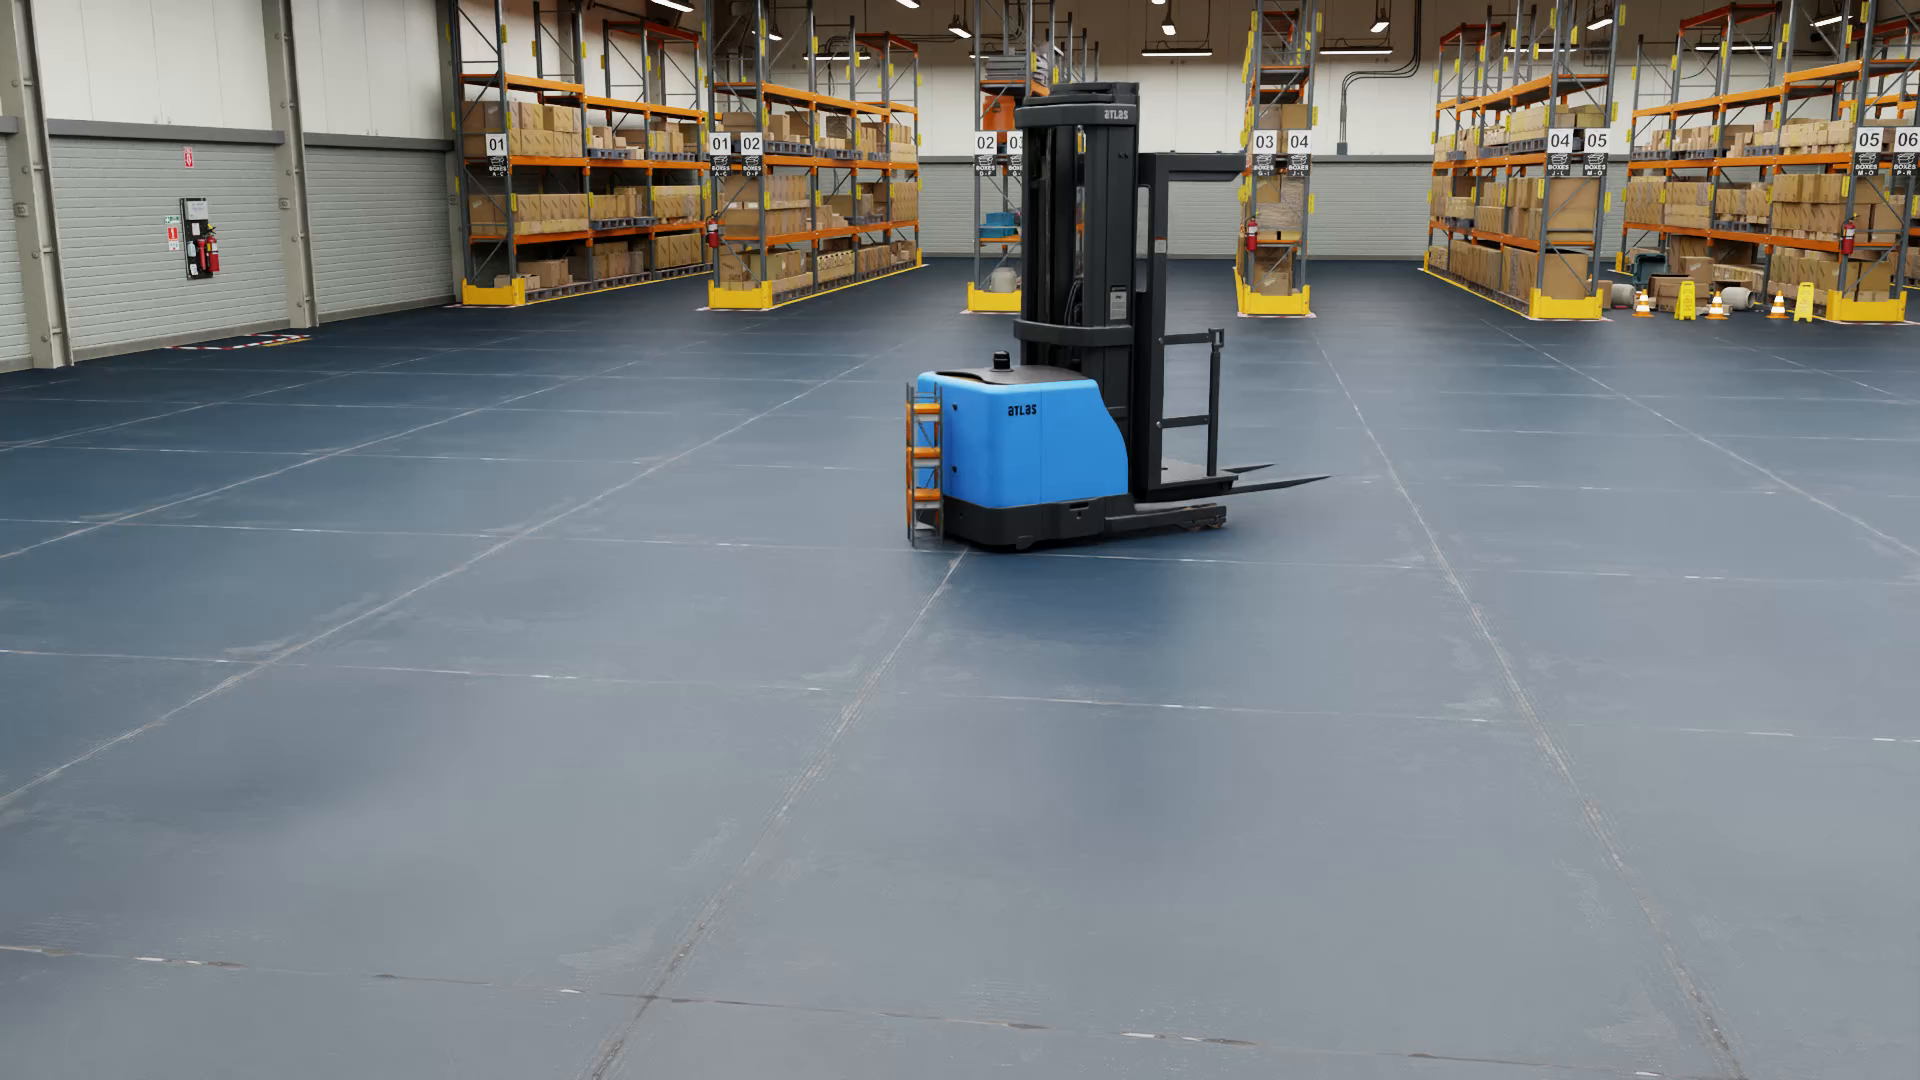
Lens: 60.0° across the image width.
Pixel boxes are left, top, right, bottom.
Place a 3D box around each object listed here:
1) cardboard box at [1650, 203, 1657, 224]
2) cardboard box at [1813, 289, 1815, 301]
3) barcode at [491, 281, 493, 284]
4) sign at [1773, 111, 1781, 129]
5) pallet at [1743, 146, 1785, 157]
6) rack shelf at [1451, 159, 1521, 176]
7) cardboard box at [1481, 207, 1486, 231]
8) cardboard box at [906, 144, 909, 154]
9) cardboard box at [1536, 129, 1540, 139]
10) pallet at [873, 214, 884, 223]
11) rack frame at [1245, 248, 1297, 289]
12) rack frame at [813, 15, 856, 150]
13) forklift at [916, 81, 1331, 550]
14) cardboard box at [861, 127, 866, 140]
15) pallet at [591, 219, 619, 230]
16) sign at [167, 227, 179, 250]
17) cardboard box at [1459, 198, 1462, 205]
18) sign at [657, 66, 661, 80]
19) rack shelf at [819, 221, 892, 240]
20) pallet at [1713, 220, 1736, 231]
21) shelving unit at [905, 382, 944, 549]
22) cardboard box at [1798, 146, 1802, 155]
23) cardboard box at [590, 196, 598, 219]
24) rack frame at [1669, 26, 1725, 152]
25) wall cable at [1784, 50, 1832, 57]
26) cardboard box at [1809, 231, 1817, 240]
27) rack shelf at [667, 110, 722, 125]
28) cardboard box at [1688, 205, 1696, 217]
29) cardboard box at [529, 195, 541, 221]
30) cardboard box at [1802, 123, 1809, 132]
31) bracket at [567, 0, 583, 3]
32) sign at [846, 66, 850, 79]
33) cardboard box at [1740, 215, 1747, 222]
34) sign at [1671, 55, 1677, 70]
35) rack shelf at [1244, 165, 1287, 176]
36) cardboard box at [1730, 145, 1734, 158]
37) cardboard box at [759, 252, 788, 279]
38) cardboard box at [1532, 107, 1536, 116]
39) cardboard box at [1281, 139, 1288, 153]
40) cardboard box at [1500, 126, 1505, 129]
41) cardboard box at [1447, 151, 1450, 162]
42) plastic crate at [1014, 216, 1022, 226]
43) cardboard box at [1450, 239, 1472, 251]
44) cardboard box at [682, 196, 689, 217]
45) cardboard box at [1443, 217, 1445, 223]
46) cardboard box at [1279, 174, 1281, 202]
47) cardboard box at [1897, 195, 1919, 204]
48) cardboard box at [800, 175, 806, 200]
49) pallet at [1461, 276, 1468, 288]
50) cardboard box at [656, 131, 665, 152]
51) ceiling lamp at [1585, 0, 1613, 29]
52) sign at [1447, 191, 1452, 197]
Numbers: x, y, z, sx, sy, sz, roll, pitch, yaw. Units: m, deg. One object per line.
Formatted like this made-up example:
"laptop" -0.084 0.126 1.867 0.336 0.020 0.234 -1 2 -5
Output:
"cardboard box" 17.190 -7.968 40.611 0.500 0.500 0.500 2 12 7
"cardboard box" 15.398 -4.355 29.612 0.500 0.250 0.500 2 12 9
"barcode" -9.220 -5.075 32.739 0.001 0.075 0.075 2 12 9
"sign" 15.519 -7.971 31.578 0.100 0.325 0.005 2 12 9
"pallet" 16.424 -7.758 33.196 1.213 0.211 1.003 2 12 9
"rack shelf" 12.084 -8.545 38.112 1.077 0.370 4.000 2 12 9
"cardboard box" 11.287 -6.767 35.038 0.500 0.500 0.500 2 12 9
"cardboard box" -1.651 -10.497 44.631 0.500 0.250 0.500 2 12 9
"cardboard box" 10.340 -7.133 29.212 0.380 0.149 0.250 2 12 9
"pallet" -2.513 -8.094 41.885 1.003 0.211 1.213 2 12 9
"rack frame" 6.276 -6.363 33.400 1.000 3.000 0.127 2 12 9
"rack frame" -2.897 -10.450 38.125 1.000 3.000 0.127 2 12 9
"forklift" 1.229 -1.577 11.352 3.031 2.935 1.130 -7 14 -30
"cardboard box" -2.635 -9.739 40.475 0.600 0.600 0.600 1 12 6
"pallet" -8.146 -6.905 36.371 1.003 0.211 1.213 2 12 9
"sign" -11.297 -4.329 23.877 0.001 0.329 0.234 2 12 9
"cardboard box" 11.517 -7.667 37.636 0.380 0.149 0.250 2 12 10
"sign" -7.722 -12.000 42.721 0.100 0.325 0.005 2 12 9
"rack shelf" -2.590 -7.582 40.764 1.077 0.370 4.000 2 12 9
"pallet" 16.679 -6.629 35.089 1.213 0.211 1.003 2 12 9
"shelving unit" -0.229 -0.482 10.739 0.215 1.050 0.252 -2 12 -8
"cardboard box" 15.675 -7.170 30.620 0.380 0.149 0.250 2 12 10
"cardboard box" -8.296 -7.214 36.064 0.700 0.500 0.500 2 12 9
"rack frame" 17.298 -10.640 39.005 1.000 3.000 0.127 2 12 9
"wall cable" 24.951 -15.165 46.800 2.988 3.039 0.133 2 12 9
"cardboard box" 15.426 -5.440 29.712 0.380 0.149 0.250 2 12 8
"rack shelf" -6.870 -11.312 44.779 1.077 0.370 4.000 2 12 9
"cardboard box" 16.640 -7.369 37.236 0.500 0.250 0.500 2 12 7
"cardboard box" -8.567 -6.507 32.597 0.500 0.500 0.500 2 12 9
"cardboard box" 15.581 -7.504 30.275 0.380 0.149 0.250 1 12 7
"bracket" -8.560 -12.029 36.907 0.235 0.232 0.430 2 12 9
"sign" -2.815 -11.800 41.981 0.100 0.325 0.005 2 12 9
"cardboard box" 16.153 -6.561 33.916 0.380 0.149 0.250 2 12 10
"sign" 16.753 -11.197 38.997 0.100 0.325 0.005 2 12 9
"rack shelf" 7.198 -8.727 38.955 1.077 0.370 4.000 2 12 9
"cardboard box" 16.427 -8.162 34.946 0.396 0.266 0.258 2 12 9
"cardboard box" -3.686 -5.393 32.648 0.500 0.500 0.500 2 12 9
"cardboard box" 10.420 -7.629 29.621 0.380 0.149 0.250 2 12 9
"cardboard box" 5.990 -7.016 29.662 0.500 0.250 0.500 2 12 10
"cardboard box" 12.190 -9.086 36.860 0.396 0.266 0.258 2 12 9
"cardboard box" 12.288 -9.454 40.979 0.500 0.250 0.500 2 12 8
"plastic crate" 1.175 -6.389 33.664 0.767 0.338 0.504 2 12 9
"cardboard box" 12.017 -7.051 39.750 0.500 0.250 0.500 1 12 6
"cardboard box" -7.154 -8.399 41.855 0.500 0.500 0.500 2 12 9
"cardboard box" 12.312 -8.012 41.648 0.380 0.149 0.250 1 12 6
"cardboard box" 6.098 -6.423 30.361 0.500 0.500 0.500 2 12 9
"cardboard box" 21.828 -7.600 37.906 0.700 0.500 0.500 2 12 9
"cardboard box" -3.574 -7.275 34.316 0.700 0.500 0.500 2 12 9
"pallet" 11.898 -5.814 37.469 1.003 0.211 1.213 2 12 9
"cardboard box" -7.647 -9.737 40.654 0.700 0.500 0.500 3 12 12
"ceiling lamp" 15.012 -13.391 37.913 0.800 3.185 2.000 2 12 9
"sign" 11.854 -8.286 40.267 0.100 0.325 0.005 2 12 9
